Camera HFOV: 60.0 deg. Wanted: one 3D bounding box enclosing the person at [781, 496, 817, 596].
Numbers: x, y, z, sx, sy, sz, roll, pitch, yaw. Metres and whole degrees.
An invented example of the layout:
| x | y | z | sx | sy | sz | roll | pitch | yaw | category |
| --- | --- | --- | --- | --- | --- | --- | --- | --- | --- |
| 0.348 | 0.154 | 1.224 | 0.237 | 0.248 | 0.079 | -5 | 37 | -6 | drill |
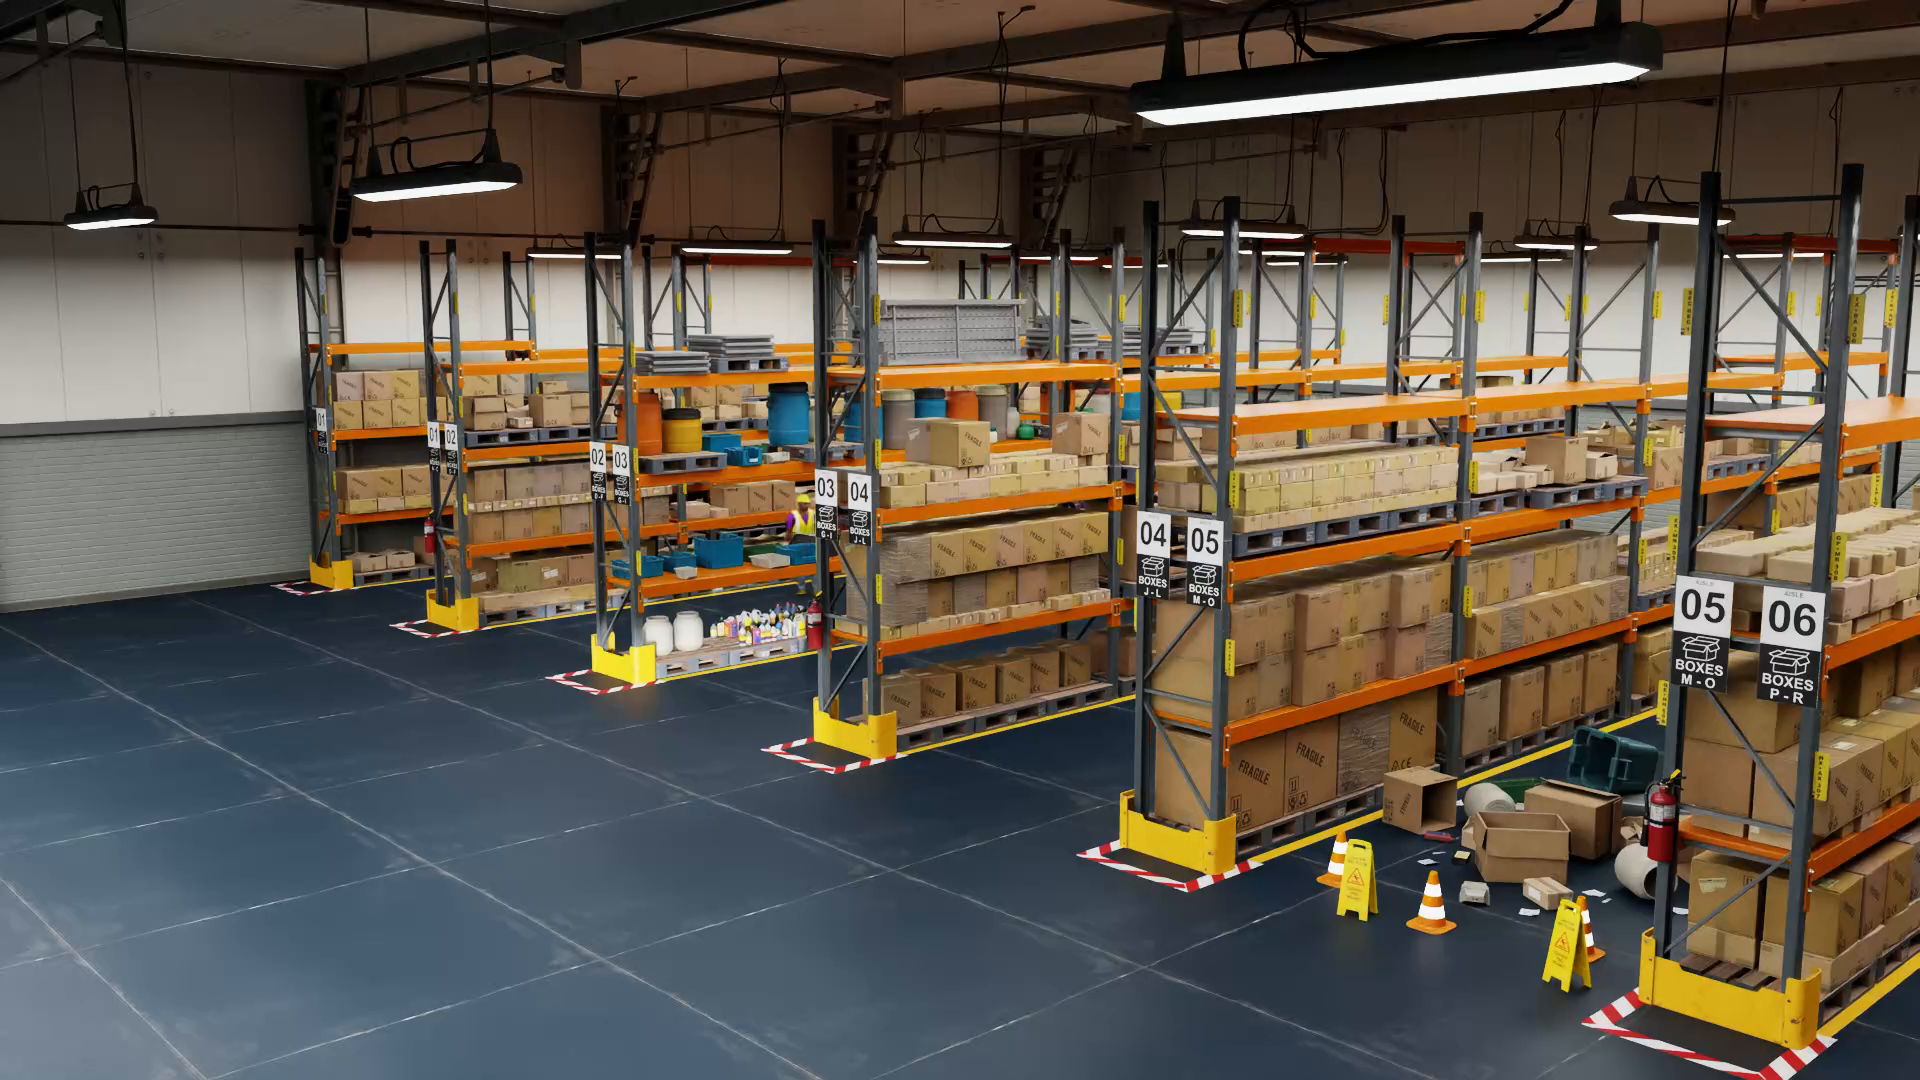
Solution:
| x | y | z | sx | sy | sz | roll | pitch | yaw | category |
| --- | --- | --- | --- | --- | --- | --- | --- | --- | --- |
| -2.751 | 0.102 | 28.720 | 0.656 | 1.759 | 0.451 | 0 | 8 | -2 | person |
